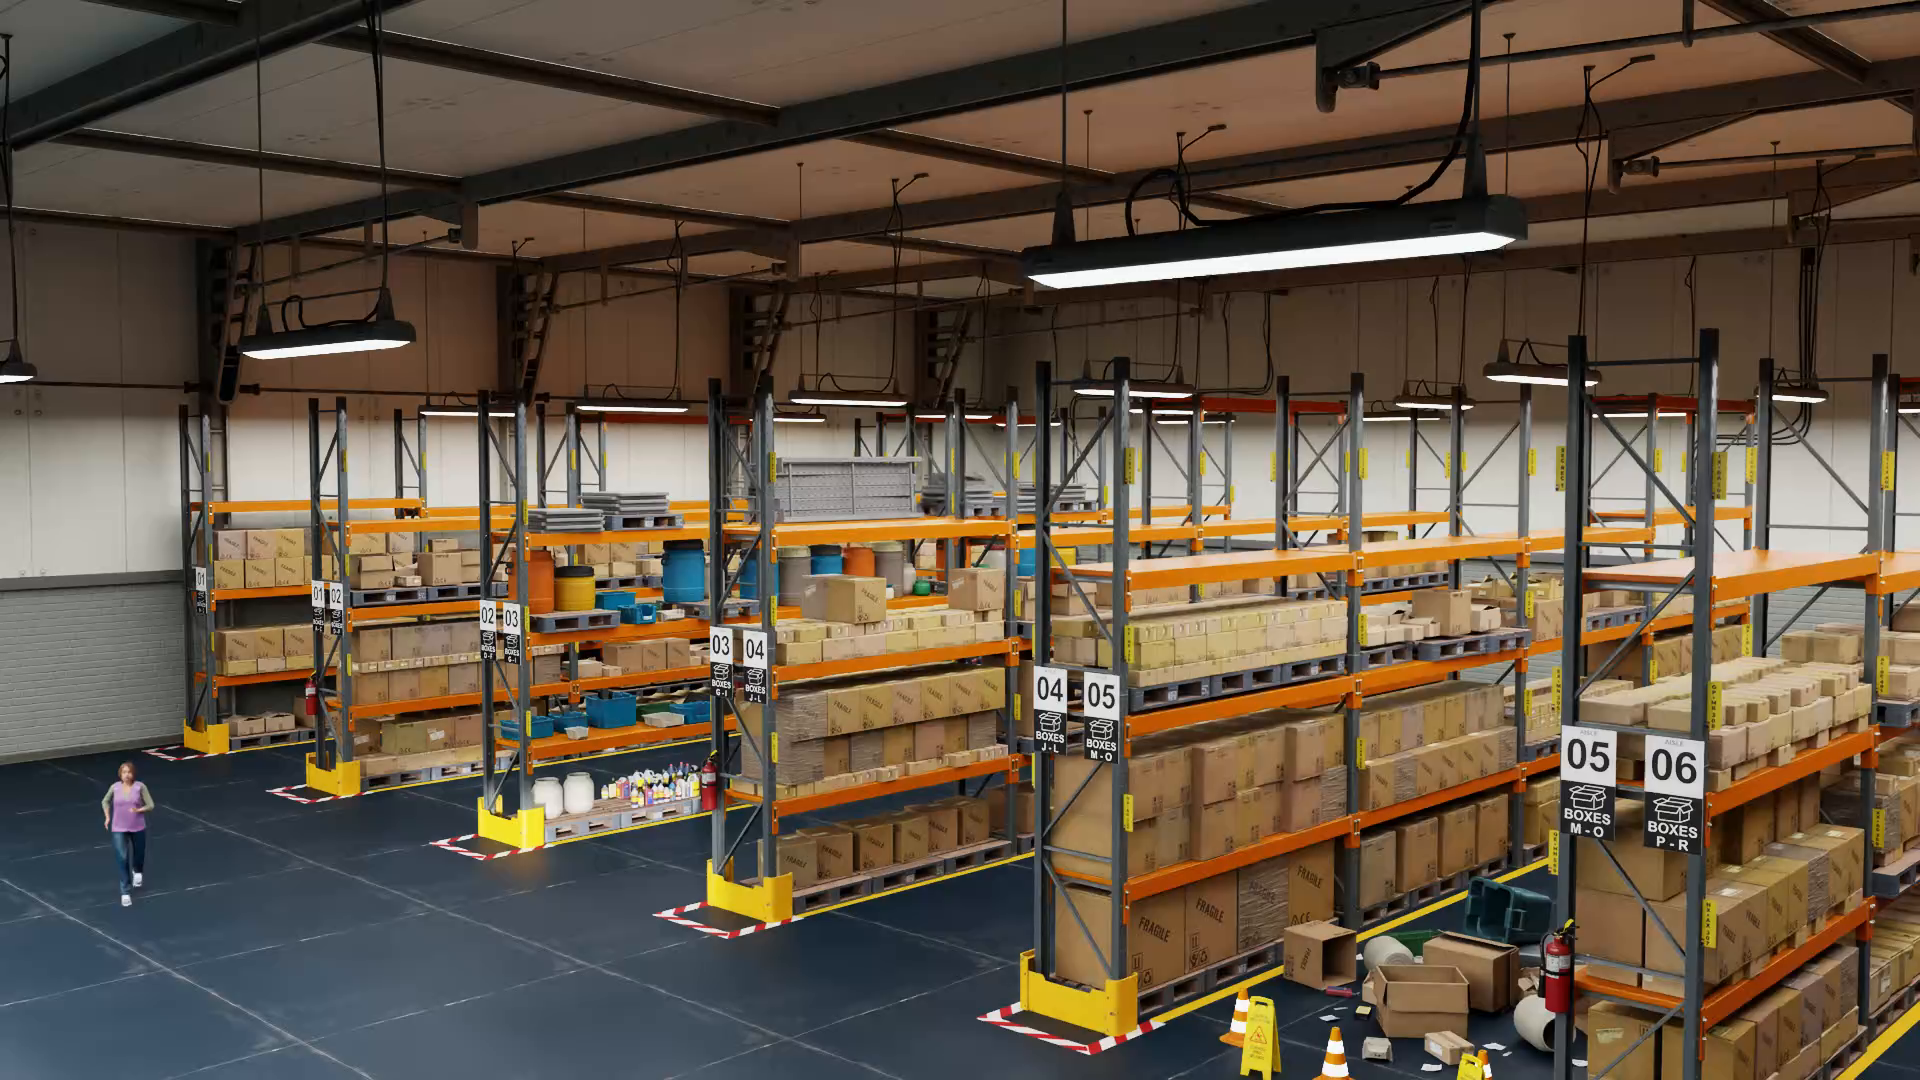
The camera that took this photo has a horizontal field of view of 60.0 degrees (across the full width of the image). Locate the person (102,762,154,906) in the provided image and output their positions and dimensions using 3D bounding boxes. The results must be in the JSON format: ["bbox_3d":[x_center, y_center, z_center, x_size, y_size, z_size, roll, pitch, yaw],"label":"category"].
[{"bbox_3d":[-9.580,3.343,19.155,0.542,1.579,0.874,-1,3,-26],"label":"person"}]
